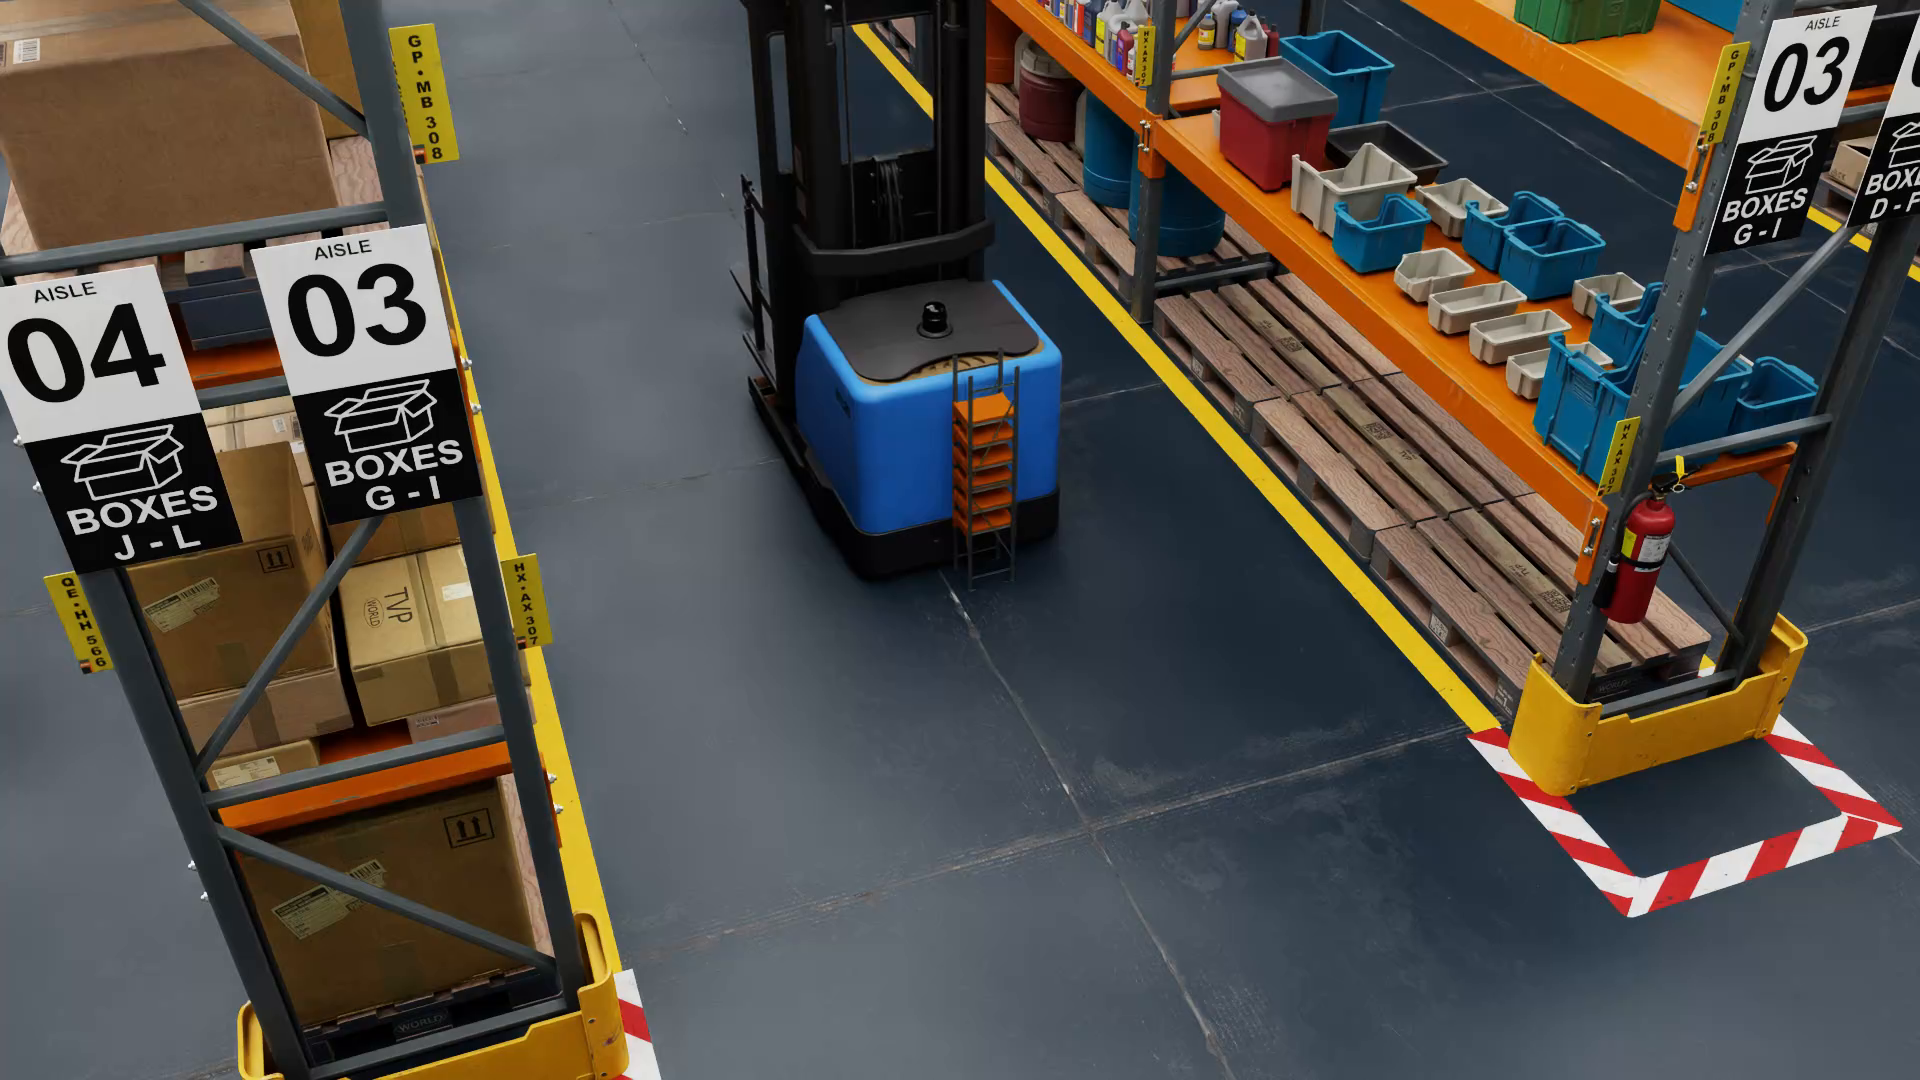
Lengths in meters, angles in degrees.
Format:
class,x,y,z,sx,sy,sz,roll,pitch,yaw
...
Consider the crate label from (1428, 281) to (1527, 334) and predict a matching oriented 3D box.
class,x,y,z,sx,sy,sz,roll,pitch,yaw
crate label,2.239,-1.019,7.279,0.396,0.136,0.243,-12,39,-16

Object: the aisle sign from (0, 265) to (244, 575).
class,x,y,z,sx,sy,sz,roll,pitch,yaw
aisle sign,-2.012,-0.268,3.952,0.394,0.787,0.004,-12,39,-16

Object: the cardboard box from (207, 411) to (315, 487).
class,x,y,z,sx,sy,sz,roll,pitch,yaw
cardboard box,-2.521,-0.185,5.879,0.500,0.250,0.500,-14,39,-17

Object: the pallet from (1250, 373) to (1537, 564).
class,x,y,z,sx,sy,sz,roll,pitch,yaw
pallet,2.232,-0.406,8.614,1.003,0.211,1.213,-12,39,-16

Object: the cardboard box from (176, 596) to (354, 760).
class,x,y,z,sx,sy,sz,roll,pitch,yaw
cardboard box,-2.171,0.389,5.117,0.500,0.250,0.500,-13,39,-17

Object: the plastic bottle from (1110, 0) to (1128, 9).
class,x,y,z,sx,sy,sz,roll,pitch,yaw
plastic bottle,0.967,-3.184,10.025,0.144,0.351,0.185,-12,39,-16

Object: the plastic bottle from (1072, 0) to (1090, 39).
class,x,y,z,sx,sy,sz,roll,pitch,yaw
plastic bottle,0.780,-3.215,10.129,0.152,0.276,0.135,-12,39,-16

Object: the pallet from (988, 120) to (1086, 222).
class,x,y,z,sx,sy,sz,roll,pitch,yaw
pallet,0.869,-2.639,11.578,1.003,0.211,1.213,-12,39,-16

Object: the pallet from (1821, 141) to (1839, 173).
class,x,y,z,sx,sy,sz,roll,pitch,yaw
pallet,5.855,-2.979,12.030,1.003,0.211,1.213,-12,39,-16

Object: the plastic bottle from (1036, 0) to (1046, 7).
class,x,y,z,sx,sy,sz,roll,pitch,yaw
plastic bottle,0.532,-3.547,10.562,0.061,0.283,0.133,-12,39,-16

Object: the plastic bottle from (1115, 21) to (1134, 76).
class,x,y,z,sx,sy,sz,roll,pitch,yaw
plastic bottle,0.957,-2.848,9.635,0.061,0.283,0.133,-12,39,-16

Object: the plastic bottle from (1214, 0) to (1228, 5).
class,x,y,z,sx,sy,sz,roll,pitch,yaw
plastic bottle,1.577,-3.185,10.092,0.097,0.271,0.097,0,37,0

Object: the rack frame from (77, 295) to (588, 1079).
class,x,y,z,sx,sy,sz,roll,pitch,yaw
rack frame,-1.755,0.667,4.871,1.000,3.000,0.127,-12,39,-16

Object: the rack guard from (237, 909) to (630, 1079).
class,x,y,z,sx,sy,sz,roll,pitch,yaw
rack guard,-1.747,1.679,5.605,1.175,0.500,0.348,-12,39,-16

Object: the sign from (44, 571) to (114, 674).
class,x,y,z,sx,sy,sz,roll,pitch,yaw
sign,-2.270,0.215,4.313,0.100,0.325,0.005,-12,39,-16

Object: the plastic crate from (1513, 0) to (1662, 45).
class,x,y,z,sx,sy,sz,roll,pitch,yaw
plastic crate,2.288,-1.970,6.055,0.450,0.188,0.336,-12,39,-16

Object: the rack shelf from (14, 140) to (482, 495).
class,x,y,z,sx,sy,sz,roll,pitch,yaw
rack shelf,-2.444,-1.373,5.685,1.077,0.370,4.000,-12,39,-16

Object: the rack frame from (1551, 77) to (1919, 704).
class,x,y,z,sx,sy,sz,roll,pitch,yaw
rack frame,2.895,-0.358,6.232,1.000,3.000,0.127,-12,39,-16

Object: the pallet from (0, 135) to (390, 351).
class,x,y,z,sx,sy,sz,roll,pitch,yaw
pallet,-2.021,-0.912,4.549,1.003,0.211,1.213,-12,39,-16

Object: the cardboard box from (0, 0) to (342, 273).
class,x,y,z,sx,sy,sz,roll,pitch,yaw
cardboard box,-1.985,-1.061,4.157,0.700,0.500,0.500,-15,39,-19

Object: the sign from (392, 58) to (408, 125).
class,x,y,z,sx,sy,sz,roll,pitch,yaw
sign,-2.611,-2.086,7.740,0.100,0.325,0.005,-12,39,-16

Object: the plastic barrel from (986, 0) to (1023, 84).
class,x,y,z,sx,sy,sz,roll,pitch,yaw
plastic barrel,0.326,-3.906,12.397,0.600,0.830,0.708,-12,39,-16

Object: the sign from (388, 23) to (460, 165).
class,x,y,z,sx,sy,sz,roll,pitch,yaw
sign,-1.232,-1.023,3.830,0.100,0.325,0.005,-12,39,-16

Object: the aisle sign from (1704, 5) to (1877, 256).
class,x,y,z,sx,sy,sz,roll,pitch,yaw
aisle sign,2.645,-1.295,5.316,0.394,0.787,0.004,-12,39,-16

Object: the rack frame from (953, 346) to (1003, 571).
class,x,y,z,sx,sy,sz,roll,pitch,yaw
rack frame,0.081,-0.357,7.726,0.240,1.200,0.006,-13,39,-17

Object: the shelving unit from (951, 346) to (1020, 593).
class,x,y,z,sx,sy,sz,roll,pitch,yaw
shelving unit,0.114,-0.305,7.658,0.258,1.200,0.189,-13,39,-17

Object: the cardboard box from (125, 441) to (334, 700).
class,x,y,z,sx,sy,sz,roll,pitch,yaw
cardboard box,-2.170,0.088,4.894,0.500,0.500,0.500,-12,39,-15

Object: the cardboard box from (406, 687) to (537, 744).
class,x,y,z,sx,sy,sz,roll,pitch,yaw
cardboard box,-1.568,0.499,5.304,0.380,0.149,0.250,-12,39,-15

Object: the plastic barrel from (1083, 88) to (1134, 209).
class,x,y,z,sx,sy,sz,roll,pitch,yaw
plastic barrel,1.104,-2.658,10.681,0.600,0.901,0.708,-12,39,-16

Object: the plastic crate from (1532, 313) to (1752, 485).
class,x,y,z,sx,sy,sz,roll,pitch,yaw
plastic crate,2.604,-0.547,6.404,0.616,0.435,0.499,-12,39,-16

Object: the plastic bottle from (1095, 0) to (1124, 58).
class,x,y,z,sx,sy,sz,roll,pitch,yaw
plastic bottle,0.895,-3.050,9.847,0.144,0.351,0.185,-12,39,-16

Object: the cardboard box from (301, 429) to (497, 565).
class,x,y,z,sx,sy,sz,roll,pitch,yaw
cardboard box,-1.839,-0.301,5.410,0.500,0.500,0.500,-13,39,-17

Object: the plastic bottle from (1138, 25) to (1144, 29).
class,x,y,z,sx,sy,sz,roll,pitch,yaw
plastic bottle,1.064,-2.937,9.821,0.097,0.201,0.097,0,37,0

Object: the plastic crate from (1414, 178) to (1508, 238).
class,x,y,z,sx,sy,sz,roll,pitch,yaw
plastic crate,2.400,-1.615,8.070,0.293,0.136,0.466,-12,39,-16

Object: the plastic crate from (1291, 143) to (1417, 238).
class,x,y,z,sx,sy,sz,roll,pitch,yaw
plastic crate,1.871,-1.694,8.054,0.437,0.282,0.530,-12,39,-16

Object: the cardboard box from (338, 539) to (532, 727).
class,x,y,z,sx,sy,sz,roll,pitch,yaw
cardboard box,-1.667,0.281,5.261,0.500,0.250,0.500,-13,39,-17

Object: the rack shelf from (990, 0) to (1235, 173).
class,x,y,z,sx,sy,sz,roll,pitch,yaw
rack shelf,0.830,-3.460,10.949,1.077,0.370,4.000,-12,39,-16

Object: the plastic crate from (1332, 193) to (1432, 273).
class,x,y,z,sx,sy,sz,roll,pitch,yaw
plastic crate,1.948,-1.422,7.735,0.416,0.233,0.300,-12,39,-16

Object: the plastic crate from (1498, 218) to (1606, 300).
class,x,y,z,sx,sy,sz,roll,pitch,yaw
plastic crate,2.666,-1.267,7.528,0.416,0.233,0.300,-12,39,-16

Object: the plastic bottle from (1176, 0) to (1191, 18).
class,x,y,z,sx,sy,sz,roll,pitch,yaw
plastic bottle,1.398,-3.432,10.416,0.152,0.276,0.135,-12,39,-16

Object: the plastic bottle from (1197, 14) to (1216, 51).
class,x,y,z,sx,sy,sz,roll,pitch,yaw
plastic bottle,1.480,-3.049,9.970,0.097,0.201,0.097,0,37,0

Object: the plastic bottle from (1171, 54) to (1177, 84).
class,x,y,z,sx,sy,sz,roll,pitch,yaw
plastic bottle,1.190,-2.731,9.547,0.097,0.201,0.097,0,37,0

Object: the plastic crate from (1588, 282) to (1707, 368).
class,x,y,z,sx,sy,sz,roll,pitch,yaw
plastic crate,2.893,-0.895,7.034,0.416,0.233,0.300,-12,39,-16

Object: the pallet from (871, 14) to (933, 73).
class,x,y,z,sx,sy,sz,roll,pitch,yaw
pallet,-0.088,-4.209,13.663,1.003,0.211,1.213,-12,39,-16

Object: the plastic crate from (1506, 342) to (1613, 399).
class,x,y,z,sx,sy,sz,roll,pitch,yaw
plastic crate,2.444,-0.700,6.856,0.396,0.136,0.243,-12,39,-16

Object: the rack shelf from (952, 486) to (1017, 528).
class,x,y,z,sx,sy,sz,roll,pitch,yaw
rack shelf,0.114,-0.174,7.757,0.258,0.103,0.180,-13,39,-17

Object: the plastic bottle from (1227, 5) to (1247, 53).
class,x,y,z,sx,sy,sz,roll,pitch,yaw
plastic bottle,1.657,-3.054,9.918,0.097,0.271,0.097,0,37,0

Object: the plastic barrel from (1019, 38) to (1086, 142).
class,x,y,z,sx,sy,sz,roll,pitch,yaw
plastic barrel,0.715,-3.171,11.622,0.600,0.588,0.708,-12,39,-16

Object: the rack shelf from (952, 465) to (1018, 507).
class,x,y,z,sx,sy,sz,roll,pitch,yaw
rack shelf,0.114,-0.270,7.685,0.258,0.103,0.180,-13,39,-17

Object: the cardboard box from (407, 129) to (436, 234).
class,x,y,z,sx,sy,sz,roll,pitch,yaw
cardboard box,-3.679,-1.773,9.528,1.225,0.875,0.875,-14,39,-18

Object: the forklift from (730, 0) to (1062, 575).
class,x,y,z,sx,sy,sz,roll,pitch,yaw
forklift,-0.526,-1.888,8.320,1.130,2.935,3.031,-13,39,-17

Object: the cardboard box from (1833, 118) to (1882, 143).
class,x,y,z,sx,sy,sz,roll,pitch,yaw
cardboard box,6.233,-3.142,11.641,0.500,0.500,0.500,-14,39,-18

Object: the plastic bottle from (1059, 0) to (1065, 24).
class,x,y,z,sx,sy,sz,roll,pitch,yaw
plastic bottle,0.668,-3.321,10.331,0.097,0.201,0.097,0,37,0

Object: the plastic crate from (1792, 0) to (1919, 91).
class,x,y,z,sx,sy,sz,roll,pitch,yaw
plastic crate,3.024,-1.779,5.735,0.497,0.269,0.590,-12,39,-16

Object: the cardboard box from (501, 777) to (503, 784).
class,x,y,z,sx,sy,sz,roll,pitch,yaw
cardboard box,-2.364,0.489,6.524,0.875,0.875,0.875,-12,39,-16

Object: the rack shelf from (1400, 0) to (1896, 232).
class,x,y,z,sx,sy,sz,roll,pitch,yaw
rack shelf,2.207,-2.399,7.046,1.077,0.370,4.000,-12,39,-16

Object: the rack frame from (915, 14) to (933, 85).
class,x,y,z,sx,sy,sz,roll,pitch,yaw
rack frame,0.142,-4.878,12.232,1.000,3.000,0.127,-12,39,-16

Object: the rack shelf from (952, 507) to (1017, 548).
class,x,y,z,sx,sy,sz,roll,pitch,yaw
rack shelf,0.114,-0.078,7.829,0.258,0.103,0.180,-13,39,-17
